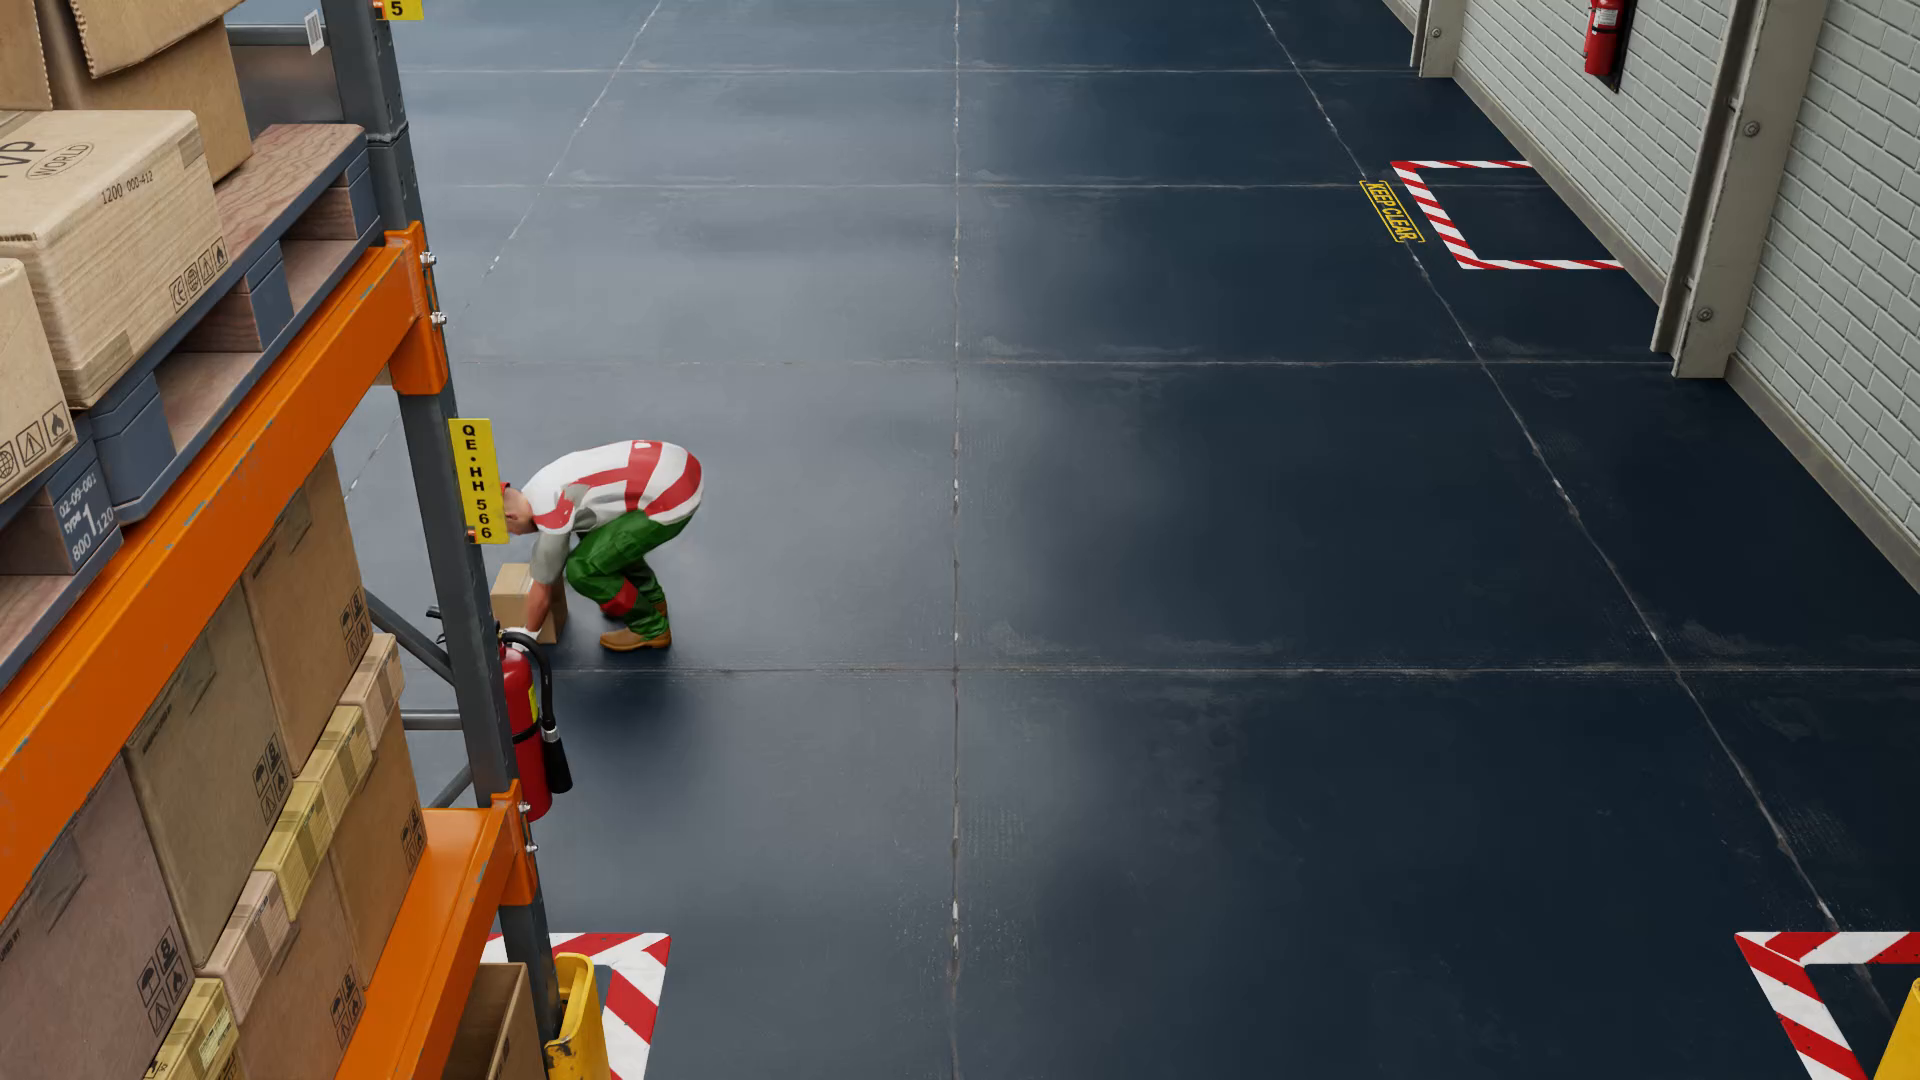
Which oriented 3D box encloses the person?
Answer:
[{"bbox_3d":[-1.537,0.008,6.967,0.956,0.915,0.530,-1,31,-2],"label":"person"}]
